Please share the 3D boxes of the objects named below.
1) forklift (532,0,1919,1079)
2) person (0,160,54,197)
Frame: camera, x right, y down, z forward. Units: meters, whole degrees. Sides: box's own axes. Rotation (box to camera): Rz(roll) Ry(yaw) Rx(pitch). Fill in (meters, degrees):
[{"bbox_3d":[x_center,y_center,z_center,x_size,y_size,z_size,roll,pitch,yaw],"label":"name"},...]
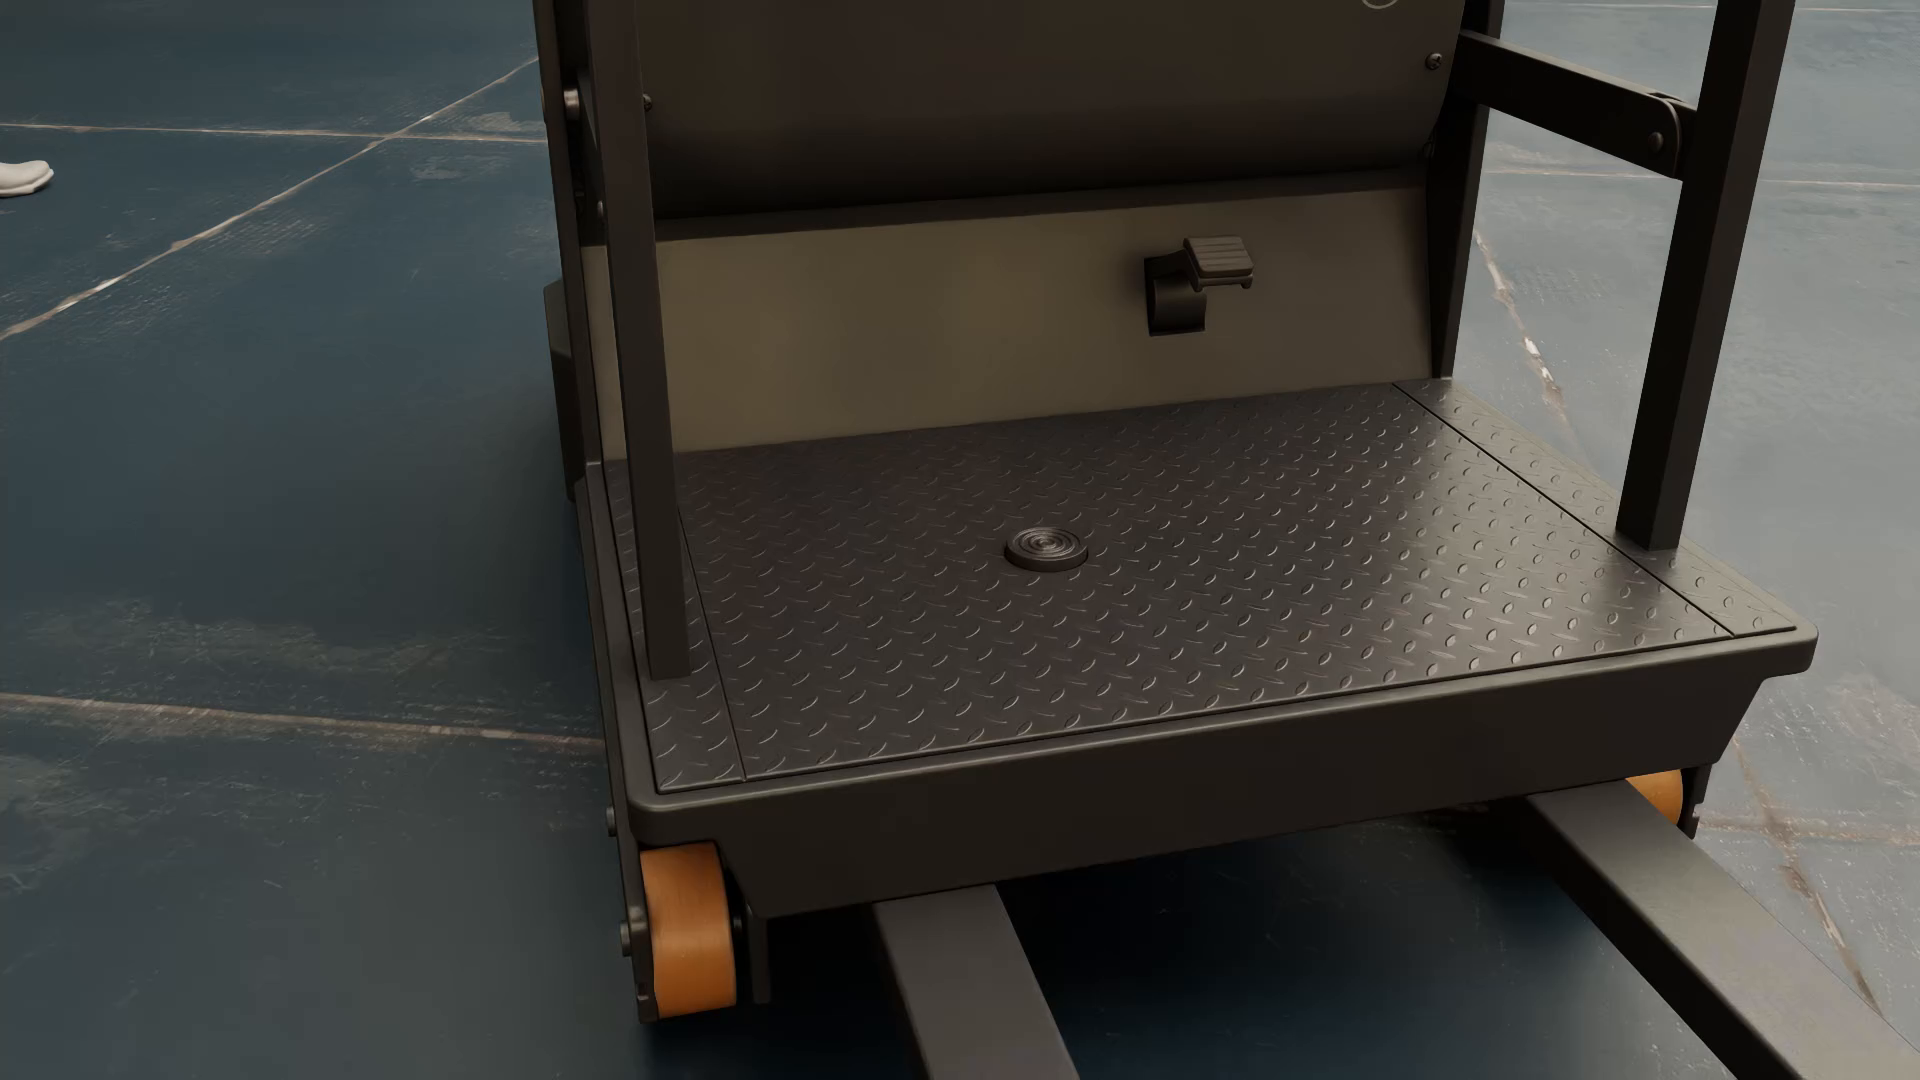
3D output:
[{"bbox_3d":[0.153,-1.049,1.319,1.130,2.935,3.031,-7,27,-13],"label":"forklift"},{"bbox_3d":[-2.652,-1.709,3.922,0.525,1.795,0.368,13,29,25],"label":"person"}]
